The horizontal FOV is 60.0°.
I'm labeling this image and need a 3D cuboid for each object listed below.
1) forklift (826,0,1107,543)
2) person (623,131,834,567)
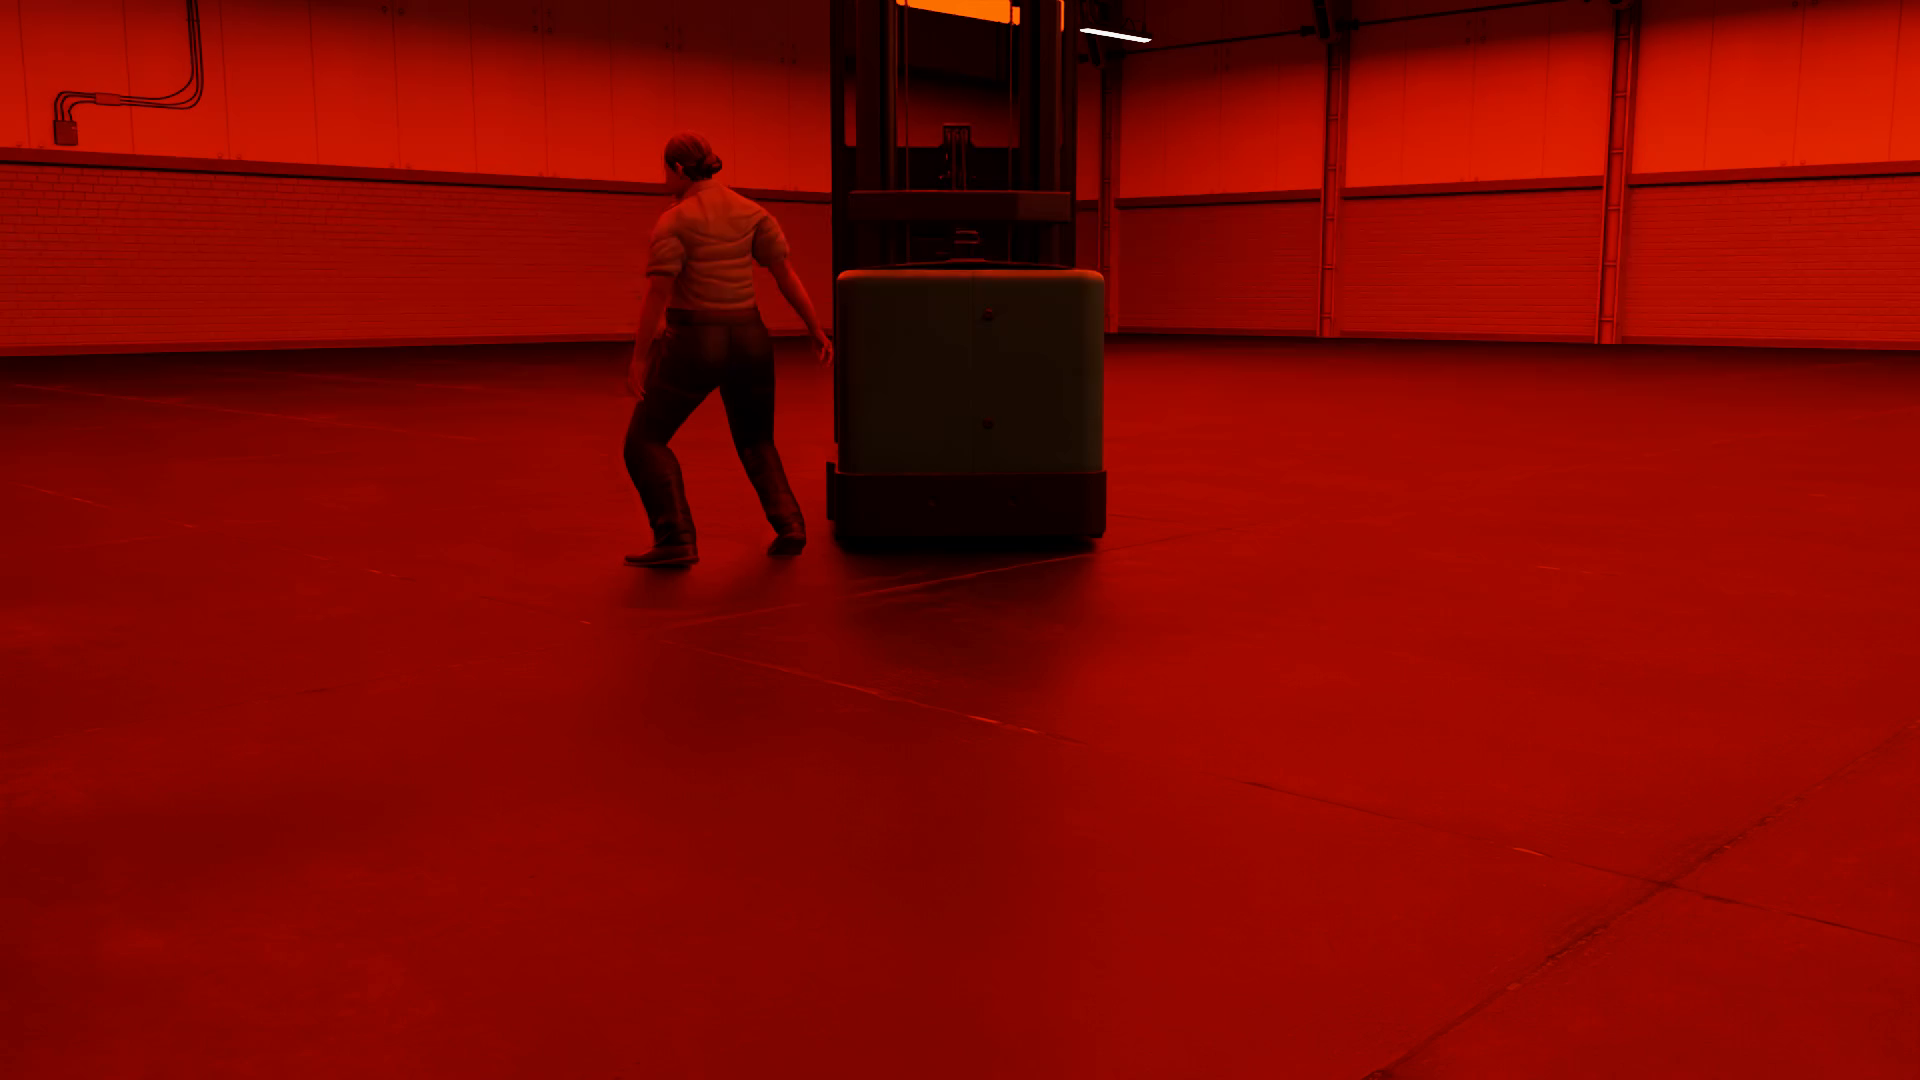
[{"bbox_3d":[-0.043,-1.619,7.624,1.130,2.935,3.031,-1,9,-4],"label":"forklift"},{"bbox_3d":[-0.851,-0.704,6.154,0.816,1.584,0.481,-6,10,-33],"label":"person"}]
